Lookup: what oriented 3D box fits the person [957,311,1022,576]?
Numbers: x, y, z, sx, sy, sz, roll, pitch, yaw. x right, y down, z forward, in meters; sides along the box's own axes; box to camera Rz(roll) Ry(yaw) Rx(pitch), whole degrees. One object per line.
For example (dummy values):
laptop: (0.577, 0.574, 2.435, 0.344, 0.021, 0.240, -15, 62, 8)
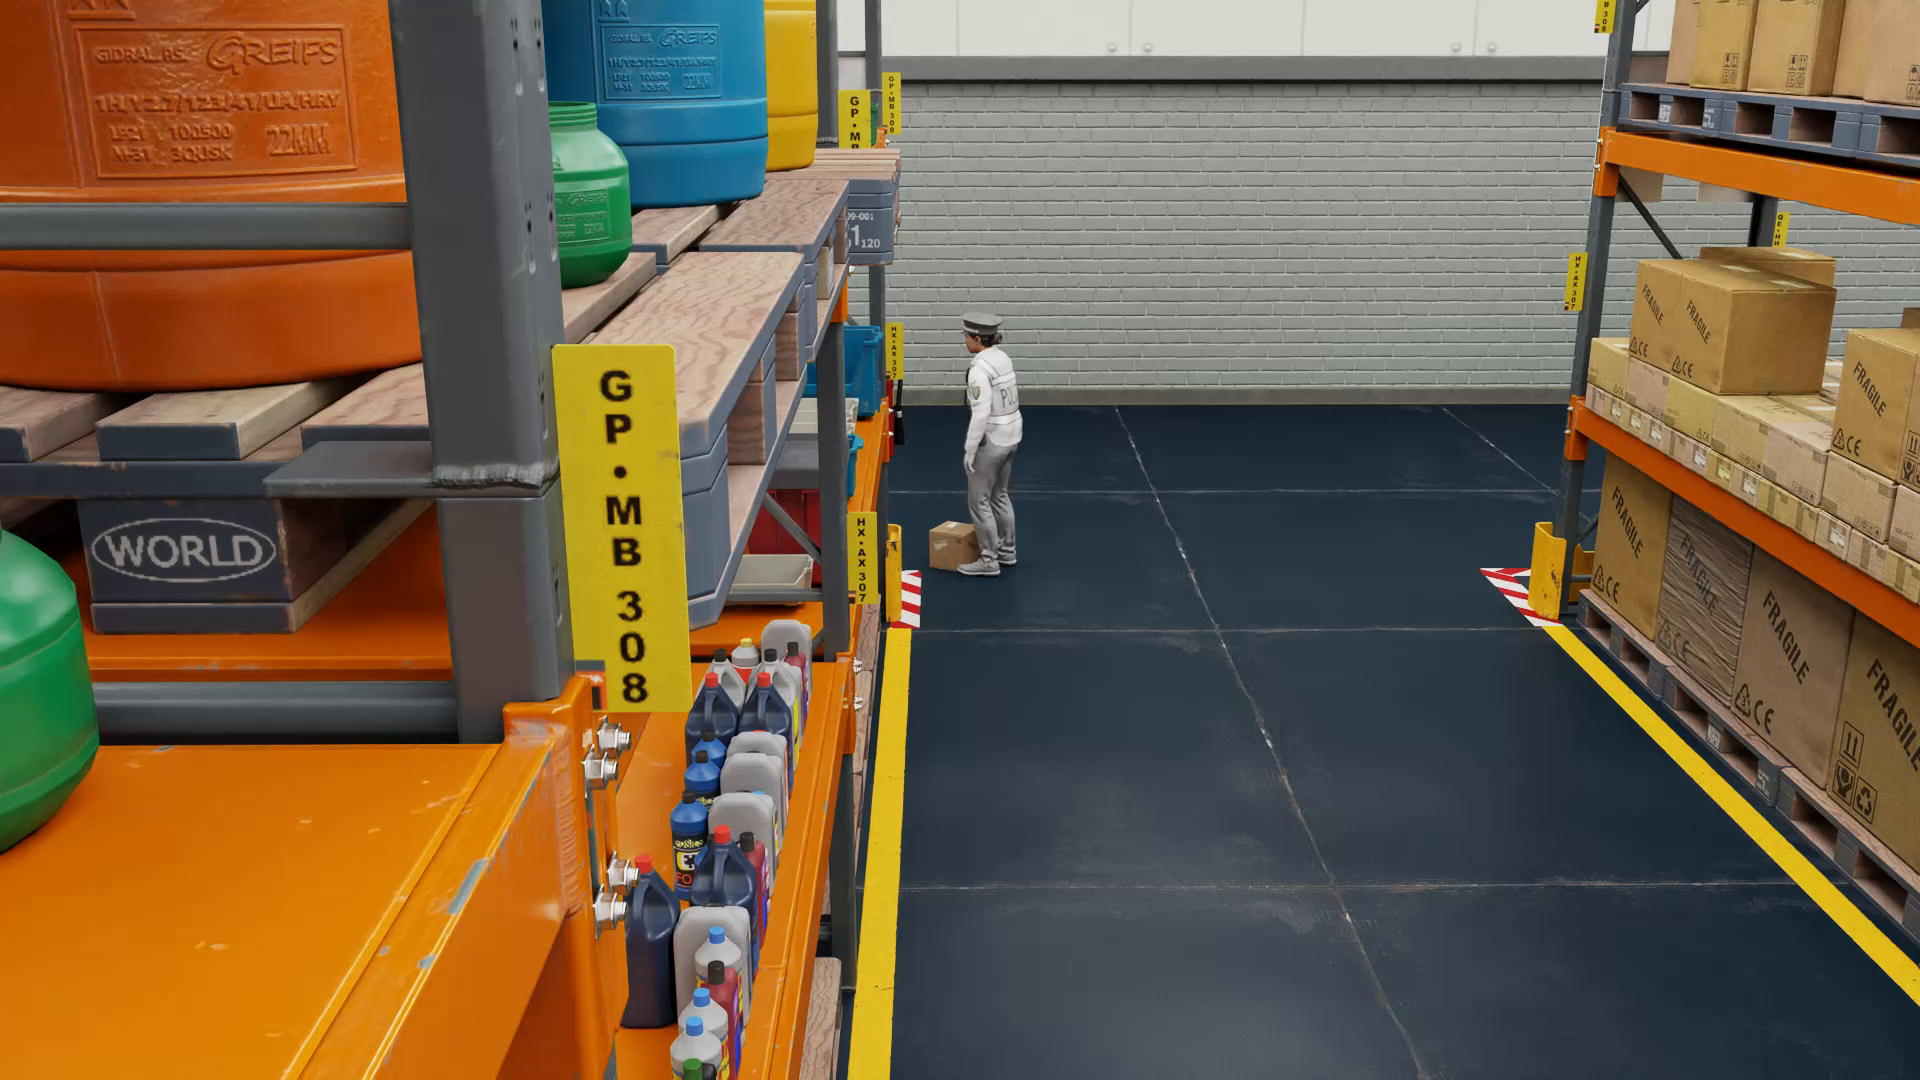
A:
person: (0.187, -0.600, 10.468, 0.370, 1.667, 0.549, 8, 19, 25)
